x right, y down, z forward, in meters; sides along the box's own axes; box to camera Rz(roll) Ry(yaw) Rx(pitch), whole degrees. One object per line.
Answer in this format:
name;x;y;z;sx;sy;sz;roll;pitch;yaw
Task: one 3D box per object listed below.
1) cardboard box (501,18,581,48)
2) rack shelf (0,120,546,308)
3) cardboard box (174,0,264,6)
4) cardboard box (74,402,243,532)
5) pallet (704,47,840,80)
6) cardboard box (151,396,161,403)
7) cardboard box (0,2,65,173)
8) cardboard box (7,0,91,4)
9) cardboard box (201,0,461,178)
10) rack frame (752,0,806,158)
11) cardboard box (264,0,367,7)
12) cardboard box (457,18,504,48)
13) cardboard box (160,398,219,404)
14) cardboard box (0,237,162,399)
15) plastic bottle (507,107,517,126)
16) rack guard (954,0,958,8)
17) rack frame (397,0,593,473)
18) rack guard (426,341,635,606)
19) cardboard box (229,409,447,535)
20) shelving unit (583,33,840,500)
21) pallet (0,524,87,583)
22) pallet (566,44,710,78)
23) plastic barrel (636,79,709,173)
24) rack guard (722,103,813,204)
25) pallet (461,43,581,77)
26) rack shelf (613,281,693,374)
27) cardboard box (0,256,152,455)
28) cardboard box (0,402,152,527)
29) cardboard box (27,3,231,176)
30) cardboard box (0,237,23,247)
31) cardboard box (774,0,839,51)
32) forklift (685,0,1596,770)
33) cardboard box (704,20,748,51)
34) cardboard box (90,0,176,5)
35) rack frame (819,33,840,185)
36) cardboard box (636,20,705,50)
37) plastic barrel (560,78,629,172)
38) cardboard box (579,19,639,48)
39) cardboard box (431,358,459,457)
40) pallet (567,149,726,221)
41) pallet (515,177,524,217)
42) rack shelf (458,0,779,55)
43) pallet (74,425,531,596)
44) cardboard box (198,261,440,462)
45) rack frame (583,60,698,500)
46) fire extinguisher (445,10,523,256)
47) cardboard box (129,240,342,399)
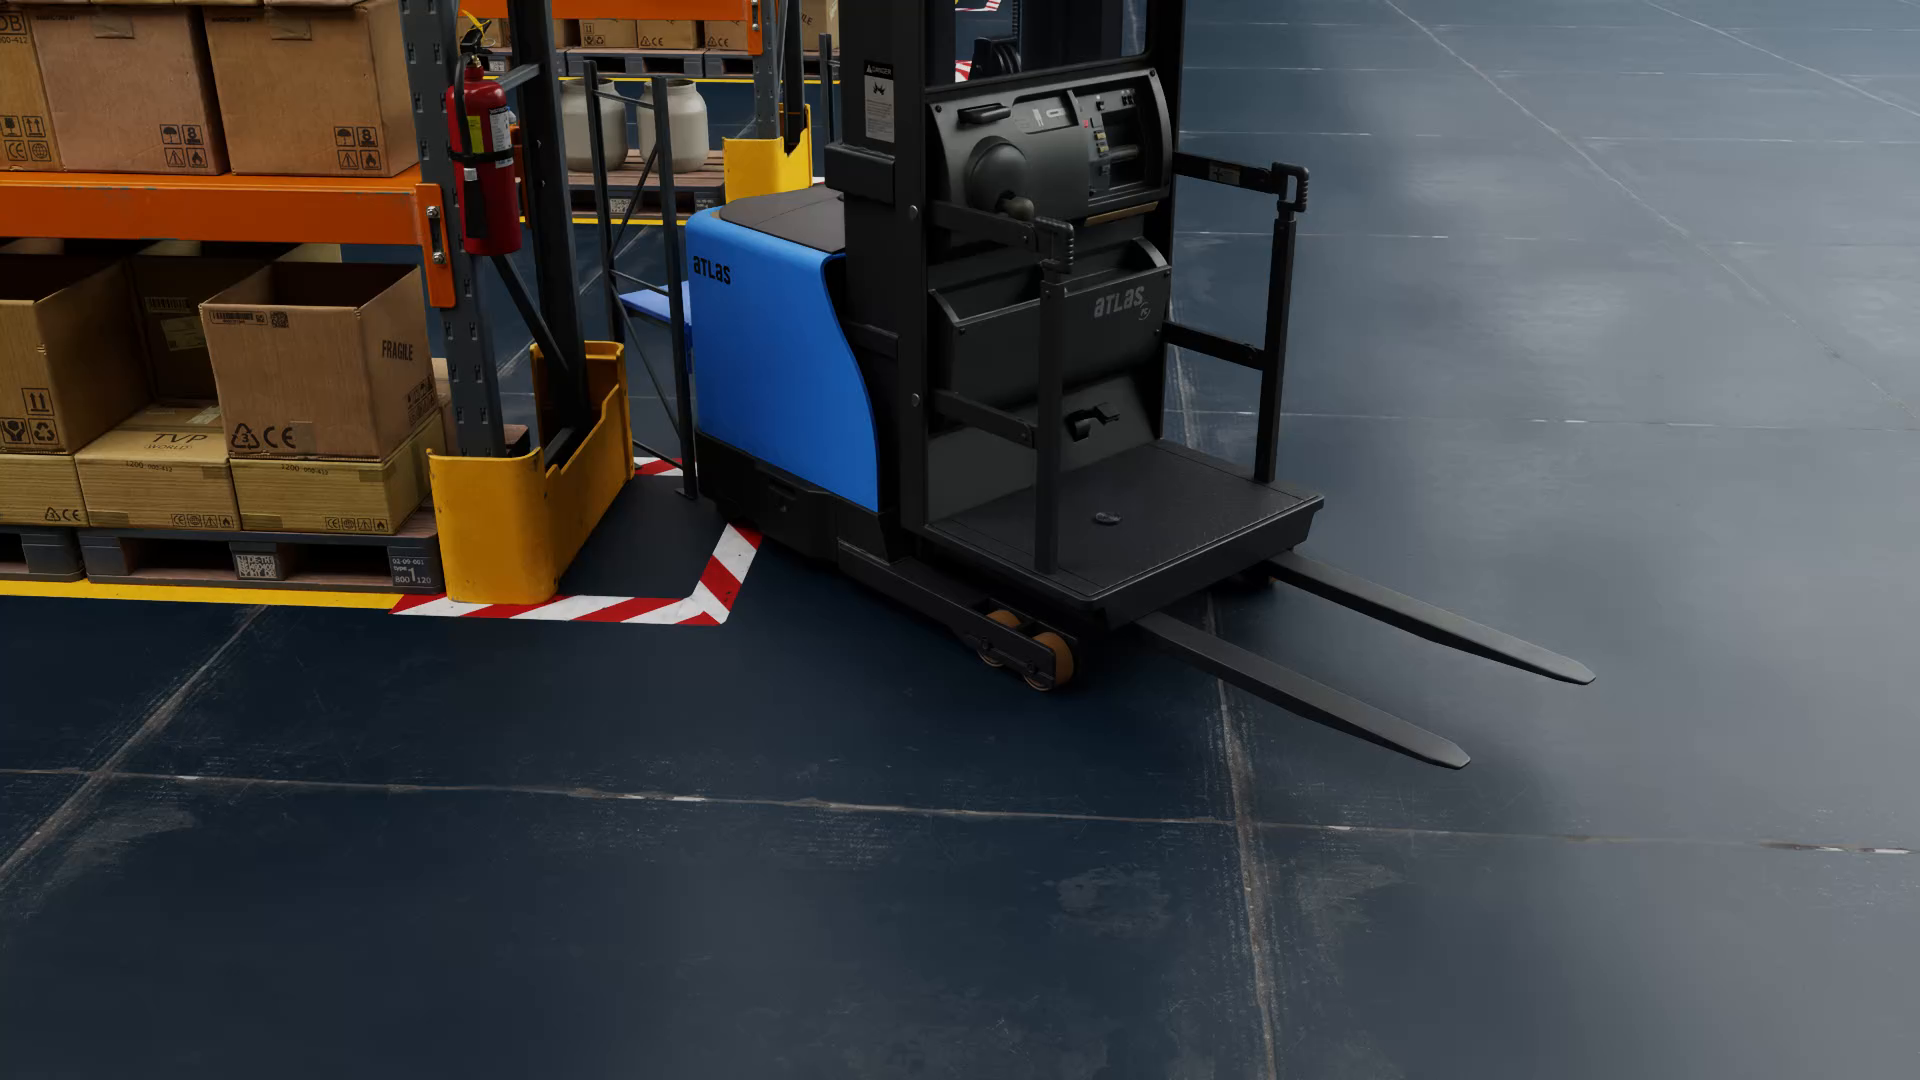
cardboard box;-3.726;-4.669;14.797;0.500;0.500;0.500;10;27;21
rack shelf;-3.461;-1.139;5.498;4.000;0.370;1.077;2;25;4
cardboard box;-2.124;-1.683;4.923;0.250;0.149;0.380;2;25;5
cardboard box;-2.524;-0.249;5.490;0.500;0.250;0.500;2;25;4
pallet;-1.588;-4.307;14.858;1.213;0.211;1.003;2;25;4
cardboard box;-2.982;-0.484;6.001;0.500;0.250;0.500;2;25;4
cardboard box;-2.950;-1.501;5.304;0.500;0.500;0.700;2;25;4
cardboard box;-2.629;-1.700;4.961;0.250;0.149;0.380;2;25;5
cardboard box;-1.931;-1.468;5.232;0.500;0.500;0.700;2;25;4
rack frame;-1.084;-3.467;9.695;0.127;3.000;1.000;2;25;4
cardboard box;-1.862;-1.675;4.906;0.250;0.149;0.380;1;25;3
cardboard box;-4.297;-4.685;14.830;0.500;0.500;0.500;1;25;2
cardboard box;-2.483;-0.468;5.966;0.500;0.250;0.500;2;25;4
cardboard box;-2.983;-0.820;5.834;0.500;0.500;0.500;2;25;4
plastic bottle;-2.868;-2.615;10.582;0.097;0.271;0.097;0;25;0
rack guard;-0.200;-6.459;19.188;0.348;0.500;1.175;2;25;4
rack frame;-1.467;-1.402;5.209;0.127;3.000;1.000;2;25;4
rack guard;-1.443;-0.266;5.730;0.348;0.500;1.175;2;25;4
cardboard box;-2.024;-0.238;5.466;0.500;0.250;0.500;2;25;4
shelving unit;-0.750;-1.048;6.229;1.048;1.500;0.538;-20;31;-36
pallet;-3.446;-0.183;5.894;1.213;0.211;1.003;2;25;4
pallet;-2.801;-4.347;14.946;1.213;0.211;1.003;2;25;4
plastic barrel;-1.746;-2.516;10.104;0.421;0.512;0.421;0;25;0
rack guard;-1.163;-2.314;10.180;0.348;0.500;1.175;2;25;4
pallet;-4.021;-4.385;15.028;1.213;0.211;1.003;2;25;4
rack shelf;-0.749;-0.884;6.303;1.000;0.185;0.538;-20;31;-36
cardboard box;-3.023;-0.604;5.363;0.500;0.500;0.500;2;25;4
cardboard box;-3.022;-0.264;5.523;0.500;0.250;0.500;2;25;4
cardboard box;-2.455;-1.483;5.264;0.500;0.500;0.700;2;25;5
cardboard box;-3.480;-0.844;5.885;0.500;0.500;0.500;2;25;4
cardboard box;-1.326;-4.613;14.675;0.500;0.500;0.500;6;25;14
forklift;0.426;-1.137;4.715;1.130;2.935;3.031;-21;32;-38
cardboard box;-1.925;-4.618;14.685;0.500;0.500;0.500;8;26;18
cardboard box;-2.379;-1.691;4.941;0.250;0.149;0.380;1;25;3
rack frame;-0.365;-1.187;6.530;0.032;1.500;0.500;-20;31;-36
cardboard box;-2.548;-4.646;14.746;0.500;0.500;0.500;4;25;9
plastic barrel;-2.246;-2.532;10.139;0.421;0.512;0.421;0;25;0
cardboard box;-3.101;-4.682;14.825;0.500;0.500;0.500;0;25;-1
cardboard box;-1.985;-0.454;5.935;0.500;0.250;0.500;2;25;4
pallet;-1.973;-2.211;10.302;1.213;0.211;1.003;2;25;4
pallet;-3.186;-2.251;10.389;1.213;0.211;1.003;2;25;4
rack shelf;-3.078;-3.204;9.985;4.000;0.370;1.077;2;25;4
pallet;-2.233;-0.143;5.807;1.213;0.211;1.003;2;25;4
cardboard box;-2.024;-0.578;5.307;0.500;0.500;0.500;2;25;4
rack frame;-1.135;-0.910;5.927;0.032;1.500;0.500;-20;31;-36
fire extinguisher;-1.385;-1.170;4.796;0.183;0.674;0.296;2;25;4
cardboard box;-2.483;-0.810;5.811;0.500;0.500;0.500;2;25;4
